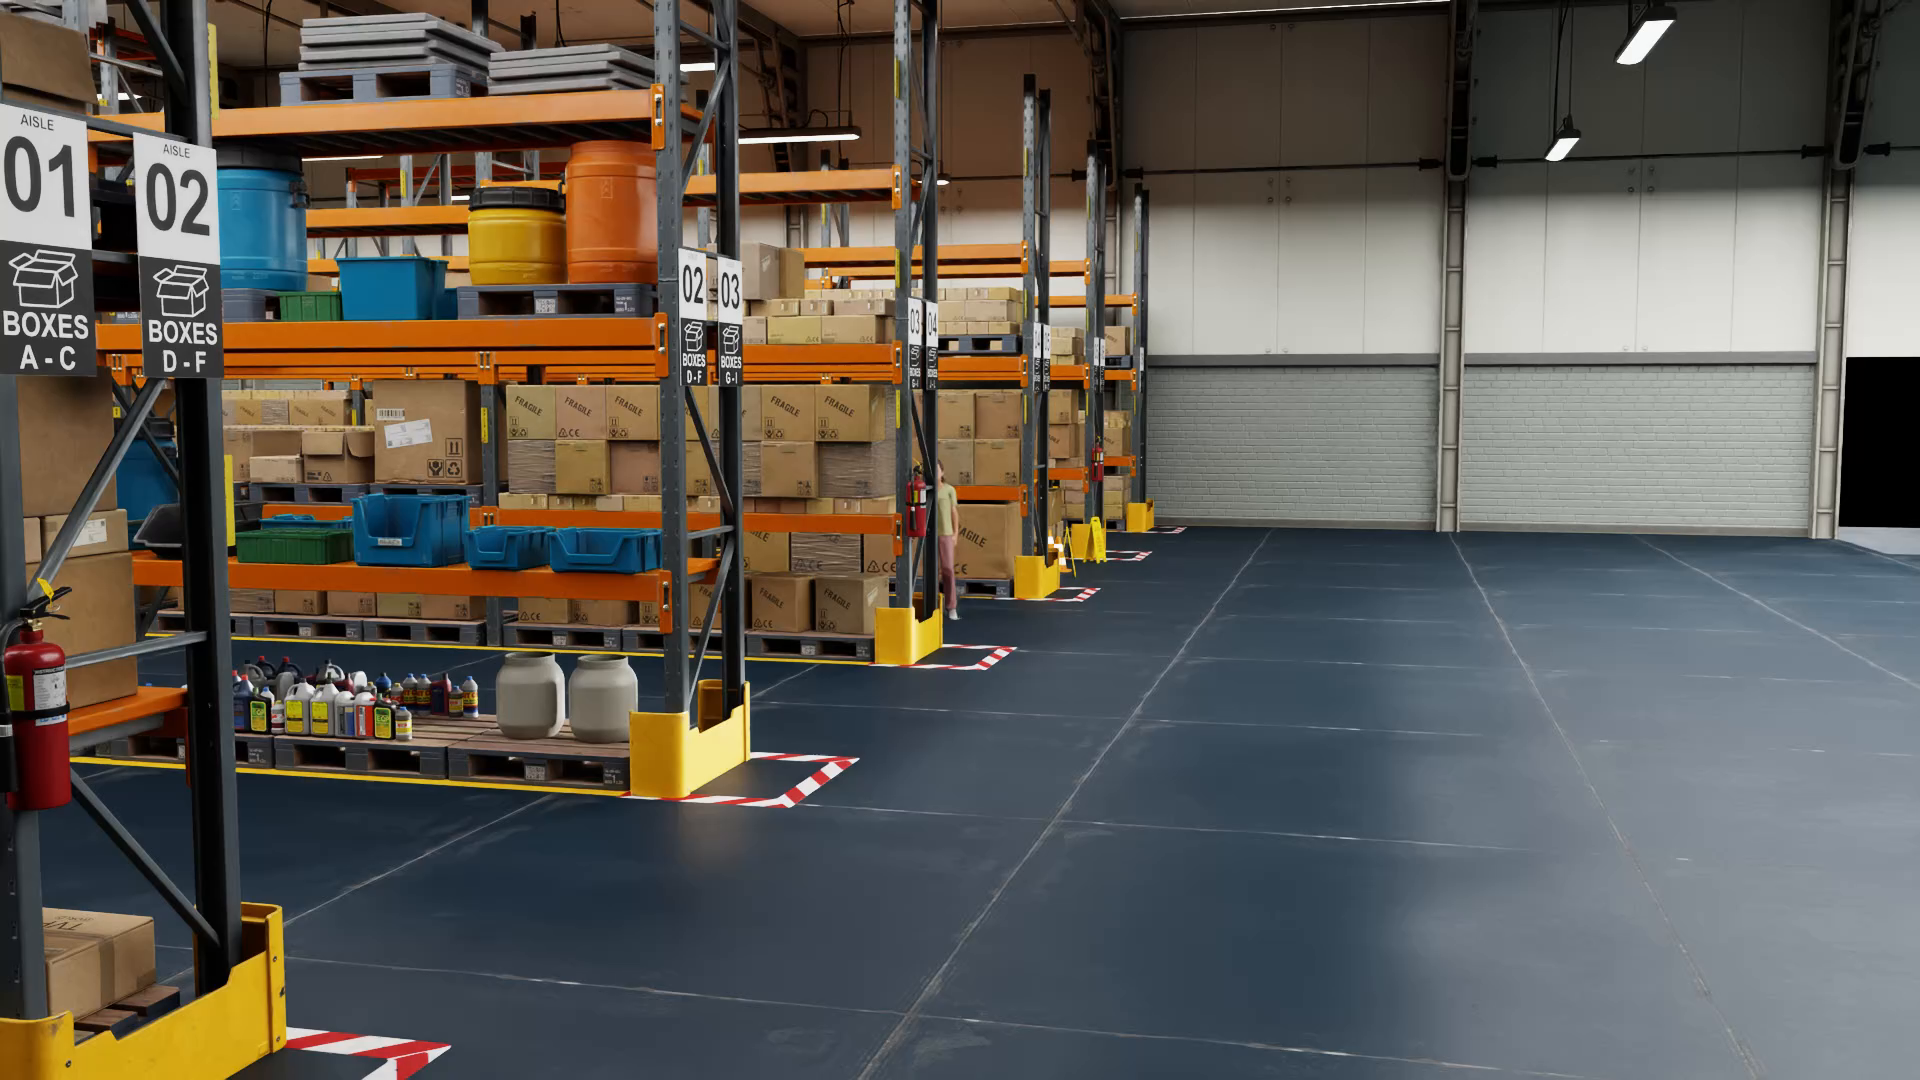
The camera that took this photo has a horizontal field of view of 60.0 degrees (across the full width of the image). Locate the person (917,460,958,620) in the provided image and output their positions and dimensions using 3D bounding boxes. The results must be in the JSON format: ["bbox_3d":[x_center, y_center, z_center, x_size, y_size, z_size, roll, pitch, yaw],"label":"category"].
[{"bbox_3d":[-0.231,0.002,17.668,0.501,1.717,0.401,1,5,12],"label":"person"}]
